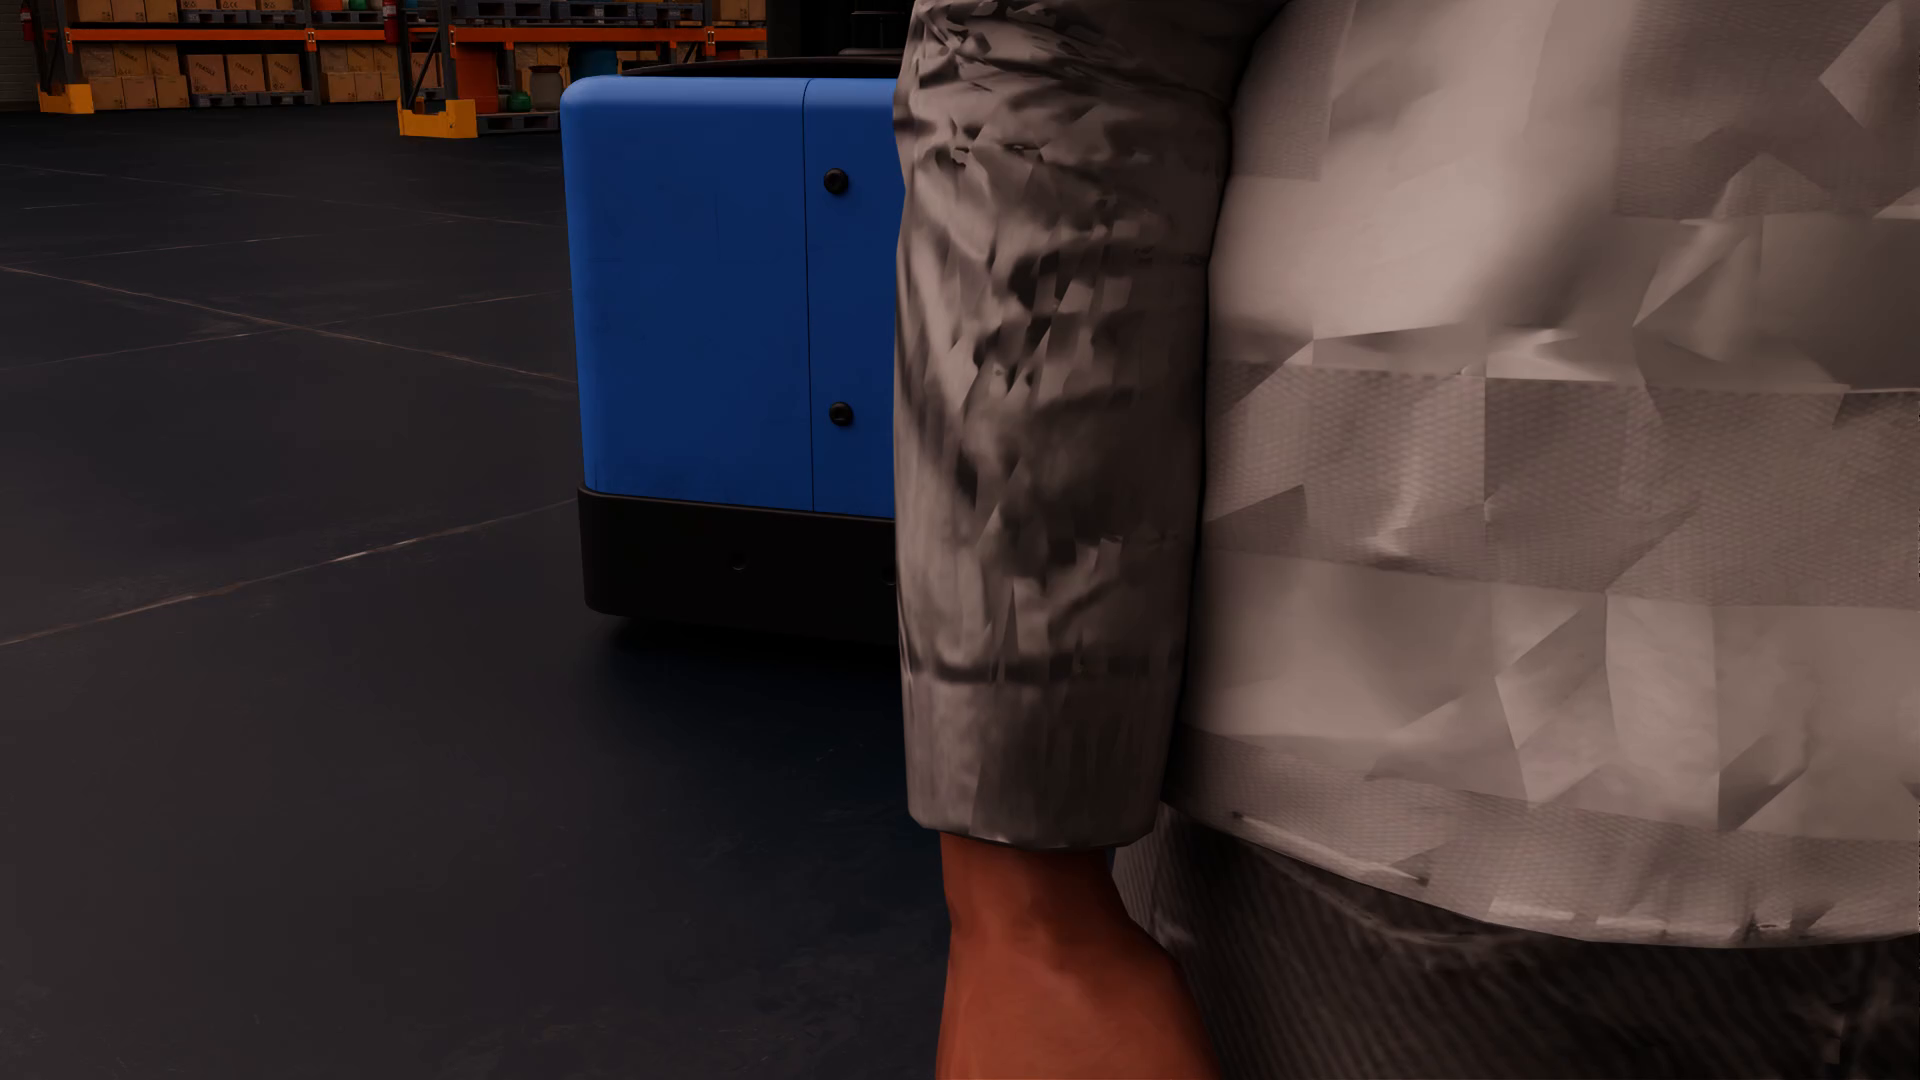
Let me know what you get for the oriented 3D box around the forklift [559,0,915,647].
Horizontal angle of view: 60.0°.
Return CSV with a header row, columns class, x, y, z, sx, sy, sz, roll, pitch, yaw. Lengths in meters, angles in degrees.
class,x,y,z,sx,sy,sz,roll,pitch,yaw
forklift,0.182,-1.571,4.072,1.130,2.935,3.031,5,18,17
